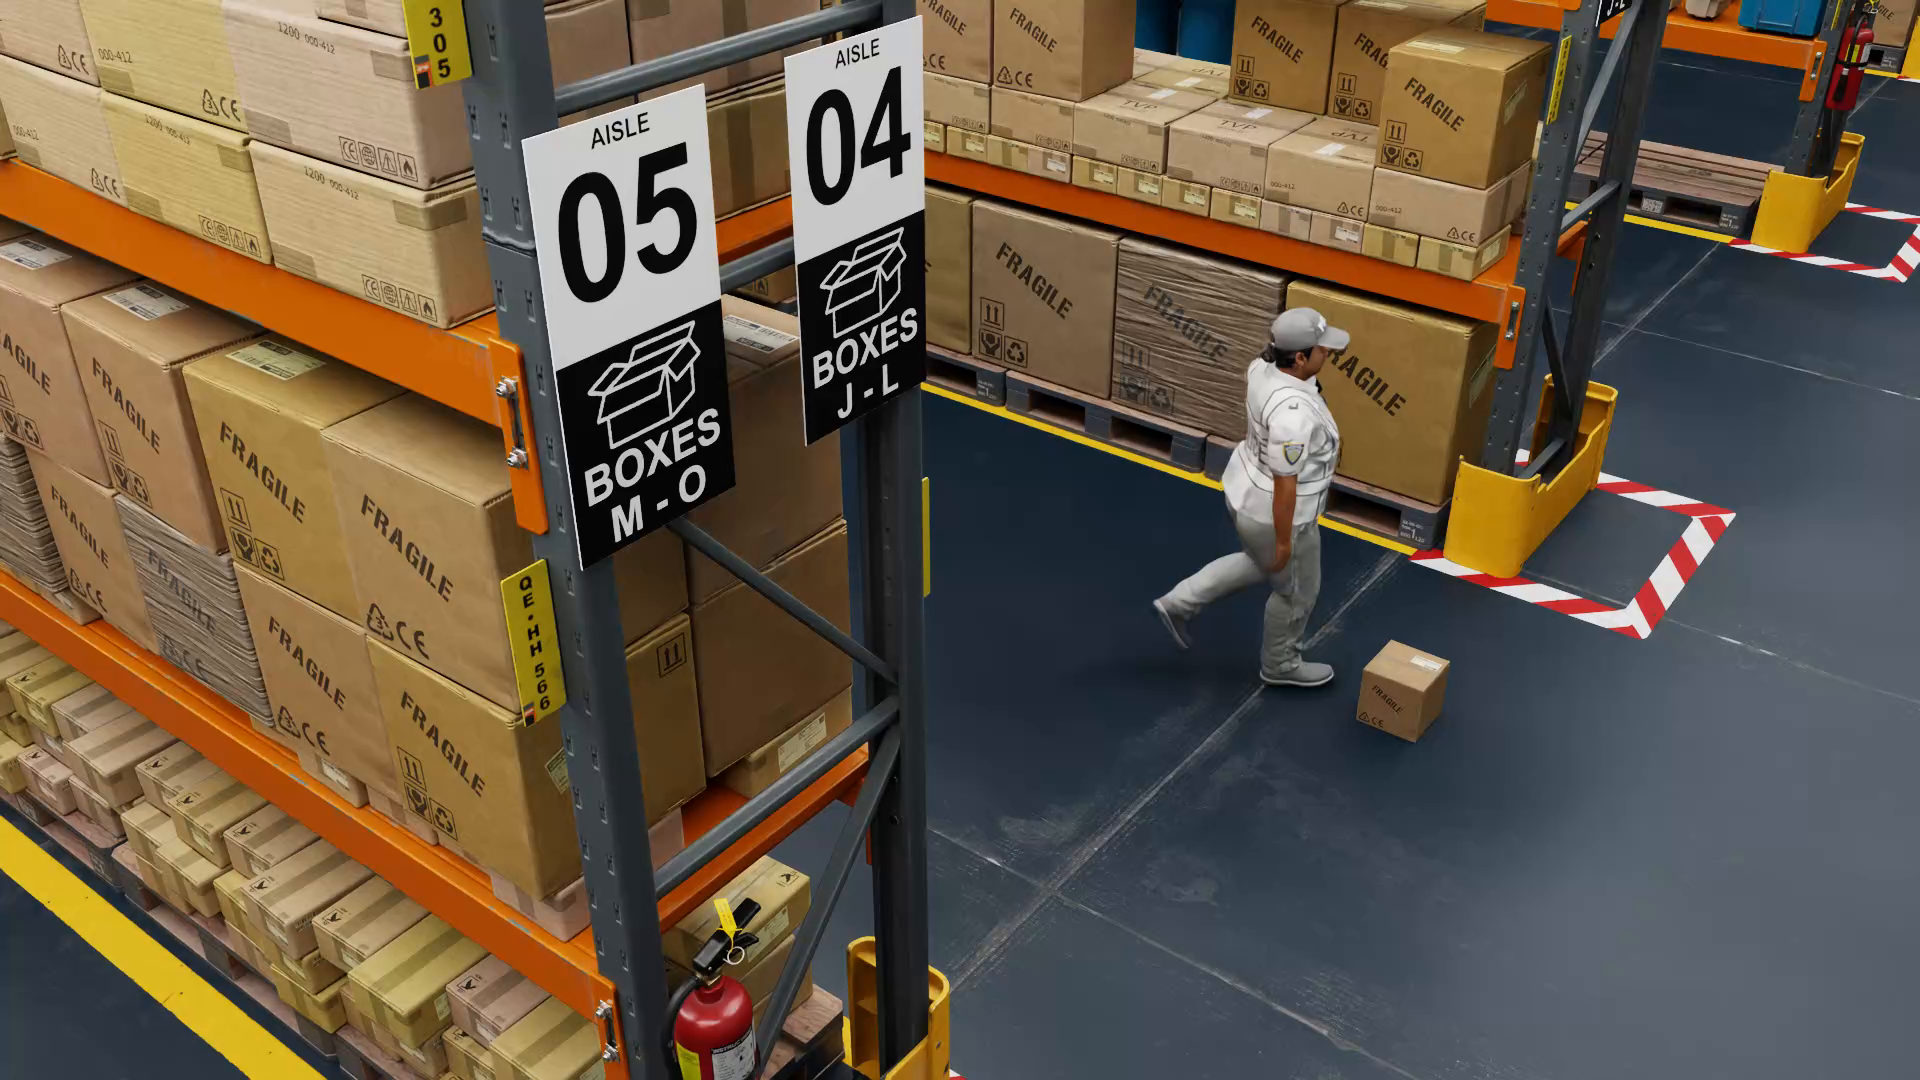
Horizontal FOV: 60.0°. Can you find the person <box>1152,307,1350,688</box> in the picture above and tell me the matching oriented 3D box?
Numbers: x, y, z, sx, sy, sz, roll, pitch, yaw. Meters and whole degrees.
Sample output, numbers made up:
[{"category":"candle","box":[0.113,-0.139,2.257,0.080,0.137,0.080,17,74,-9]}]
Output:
[{"category":"person","box":[1.155,-0.132,6.335,0.734,1.646,0.525,-3,31,-4]}]
